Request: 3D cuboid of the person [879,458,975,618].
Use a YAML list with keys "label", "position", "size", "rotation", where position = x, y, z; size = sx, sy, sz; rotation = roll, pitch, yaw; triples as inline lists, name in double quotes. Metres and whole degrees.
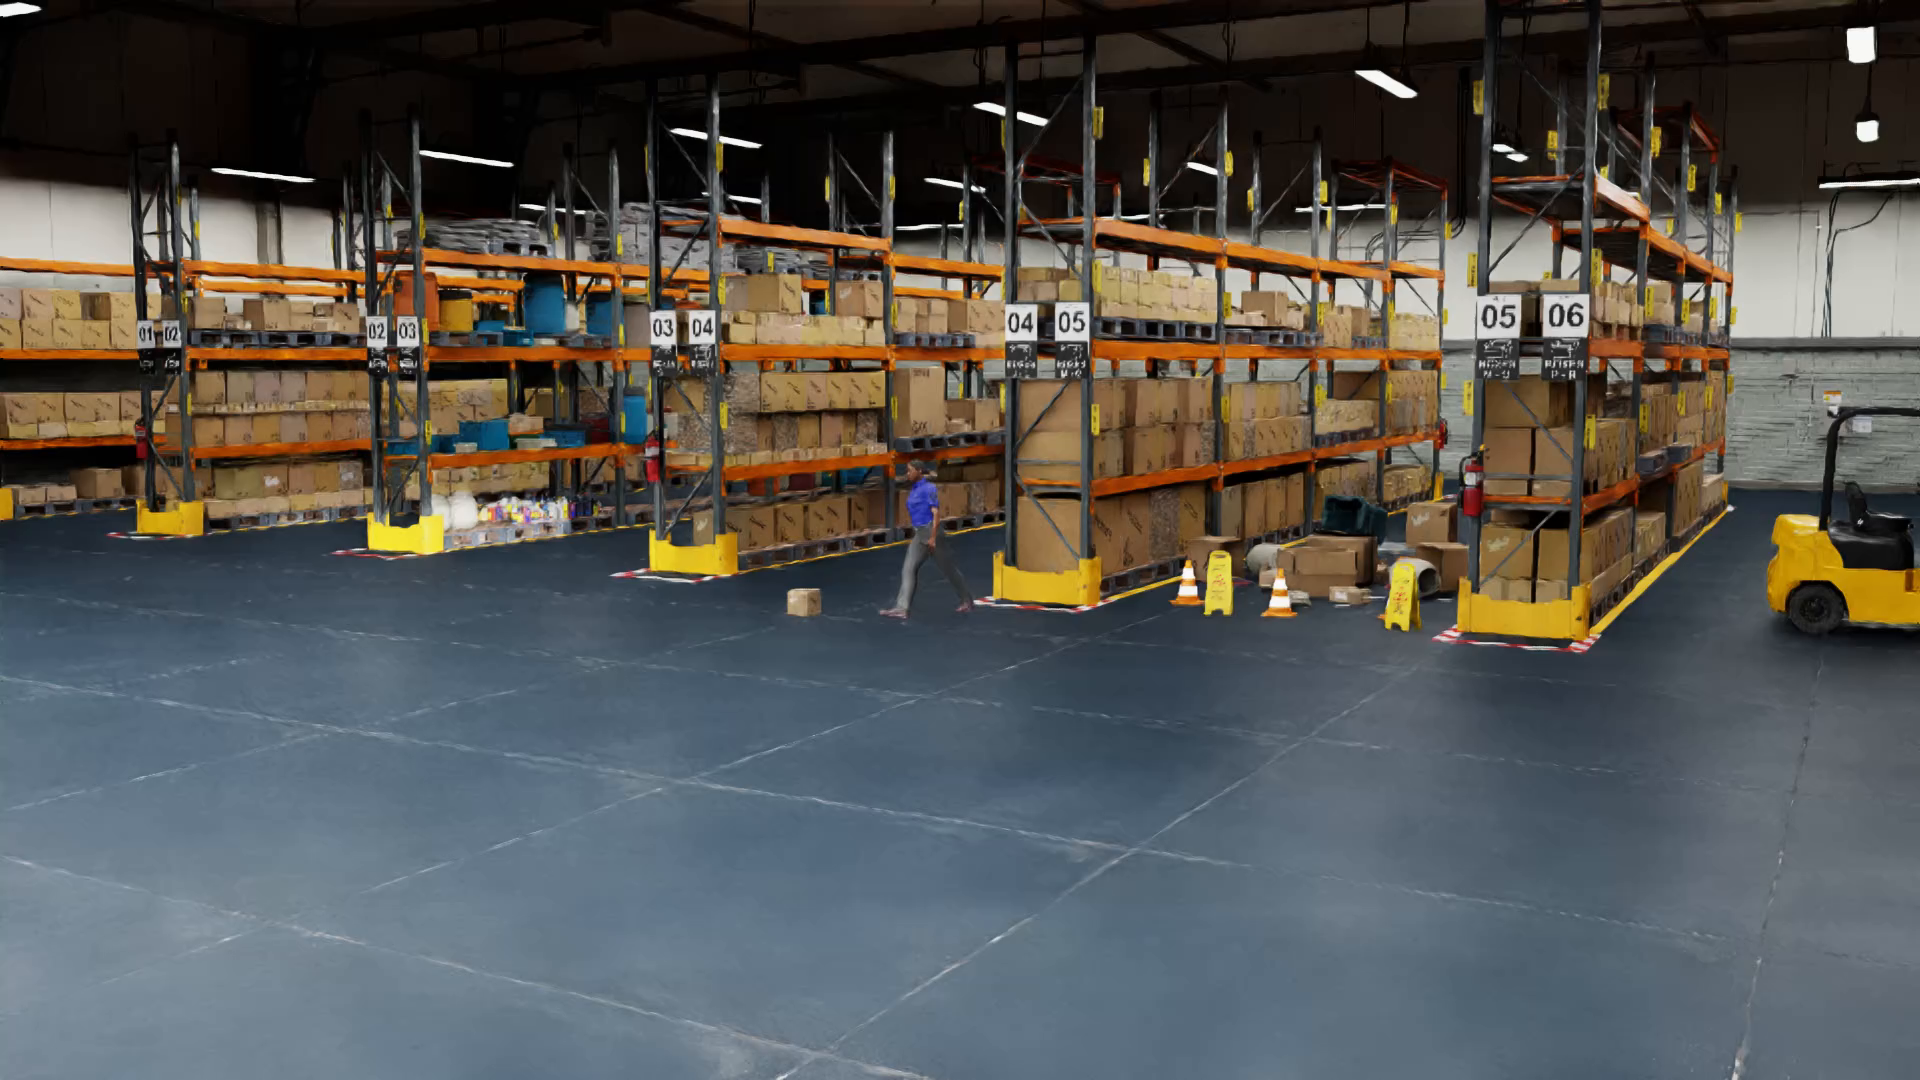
- label: "person"
  position: [-0.330, -0.024, 16.726]
  size: [0.998, 1.595, 0.552]
  rotation: [-4, 7, -36]
